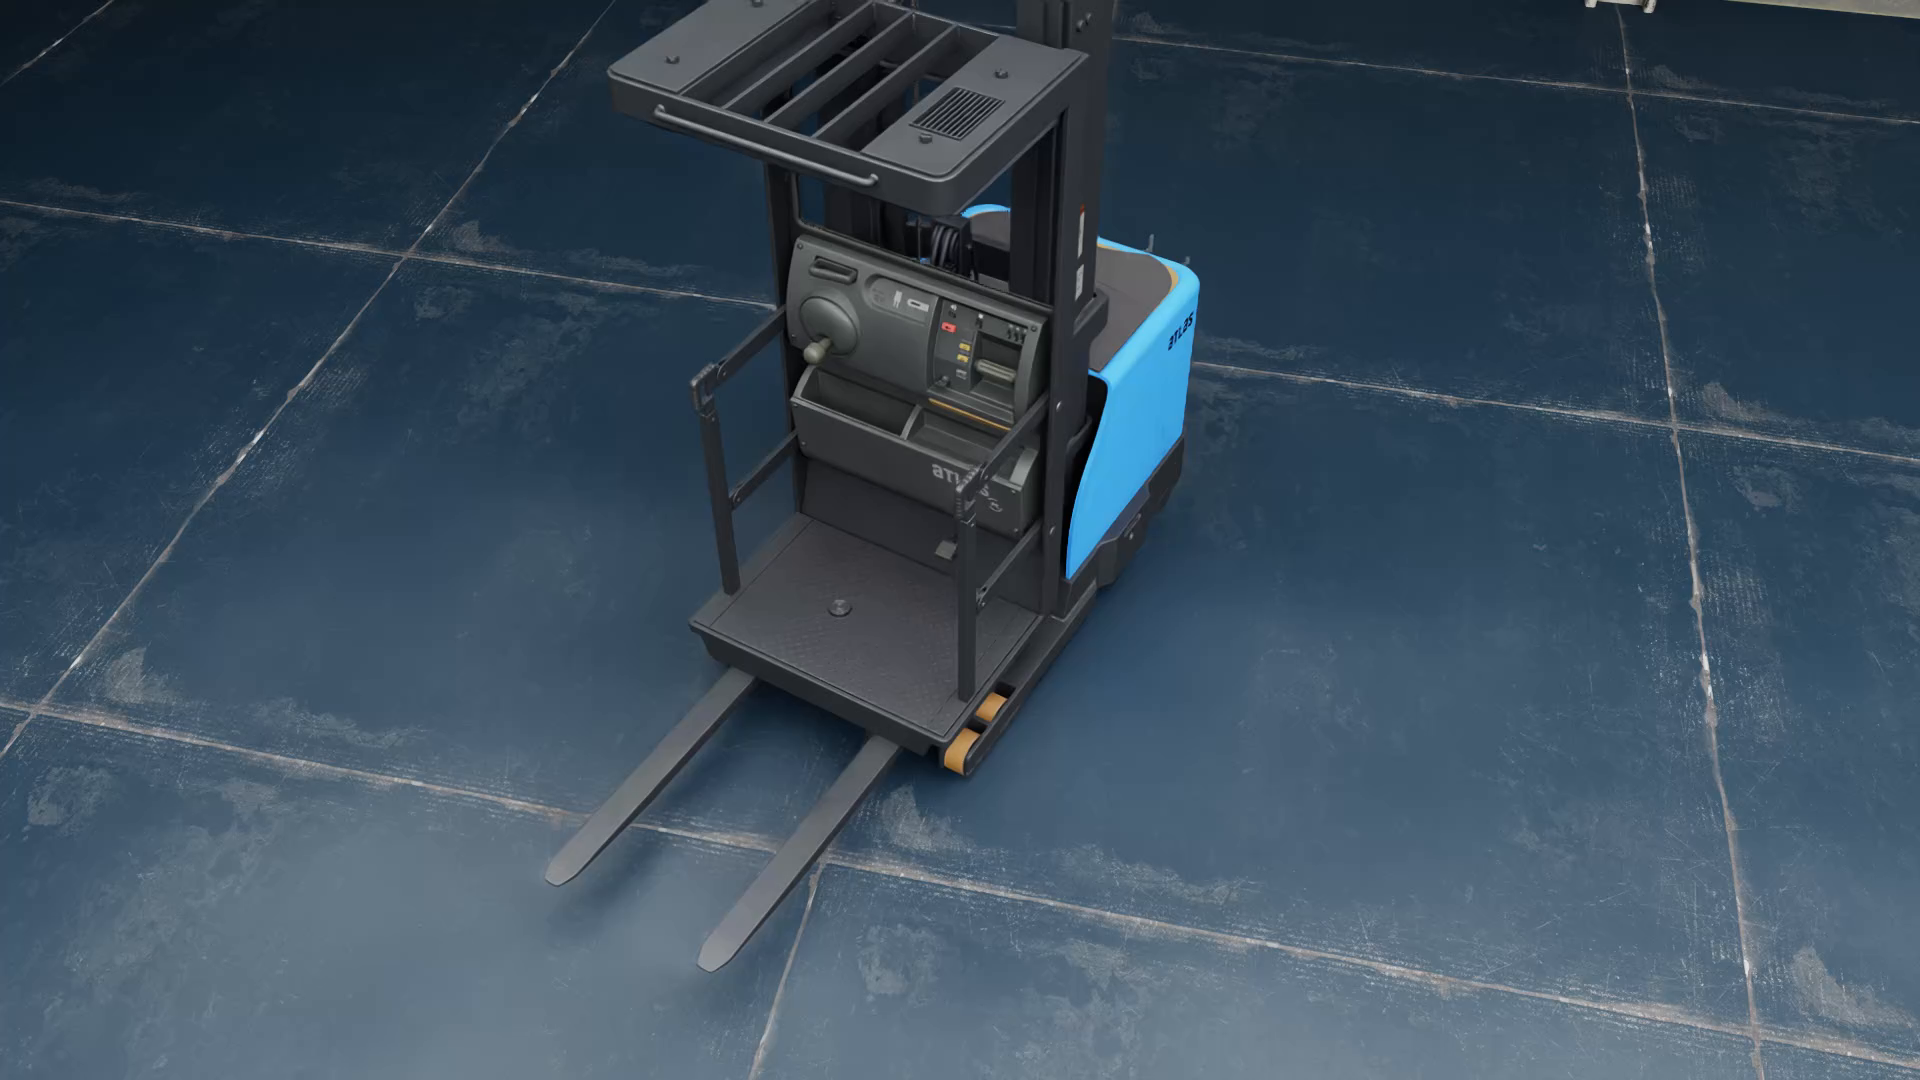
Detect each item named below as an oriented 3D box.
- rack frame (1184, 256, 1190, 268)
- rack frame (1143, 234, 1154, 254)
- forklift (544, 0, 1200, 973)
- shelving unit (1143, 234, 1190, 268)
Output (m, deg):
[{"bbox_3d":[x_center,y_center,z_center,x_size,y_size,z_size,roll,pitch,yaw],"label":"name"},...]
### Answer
[{"bbox_3d":[0.823,-0.751,6.880,0.240,0.900,0.006,-30,51,-28],"label":"rack frame"},{"bbox_3d":[0.692,-0.859,6.993,0.240,0.900,0.006,-30,51,-28],"label":"rack frame"},{"bbox_3d":[-0.268,-0.597,5.256,1.130,2.935,3.031,22,48,22],"label":"forklift"},{"bbox_3d":[0.758,-0.805,6.937,0.258,0.900,0.210,-30,51,-28],"label":"shelving unit"}]
